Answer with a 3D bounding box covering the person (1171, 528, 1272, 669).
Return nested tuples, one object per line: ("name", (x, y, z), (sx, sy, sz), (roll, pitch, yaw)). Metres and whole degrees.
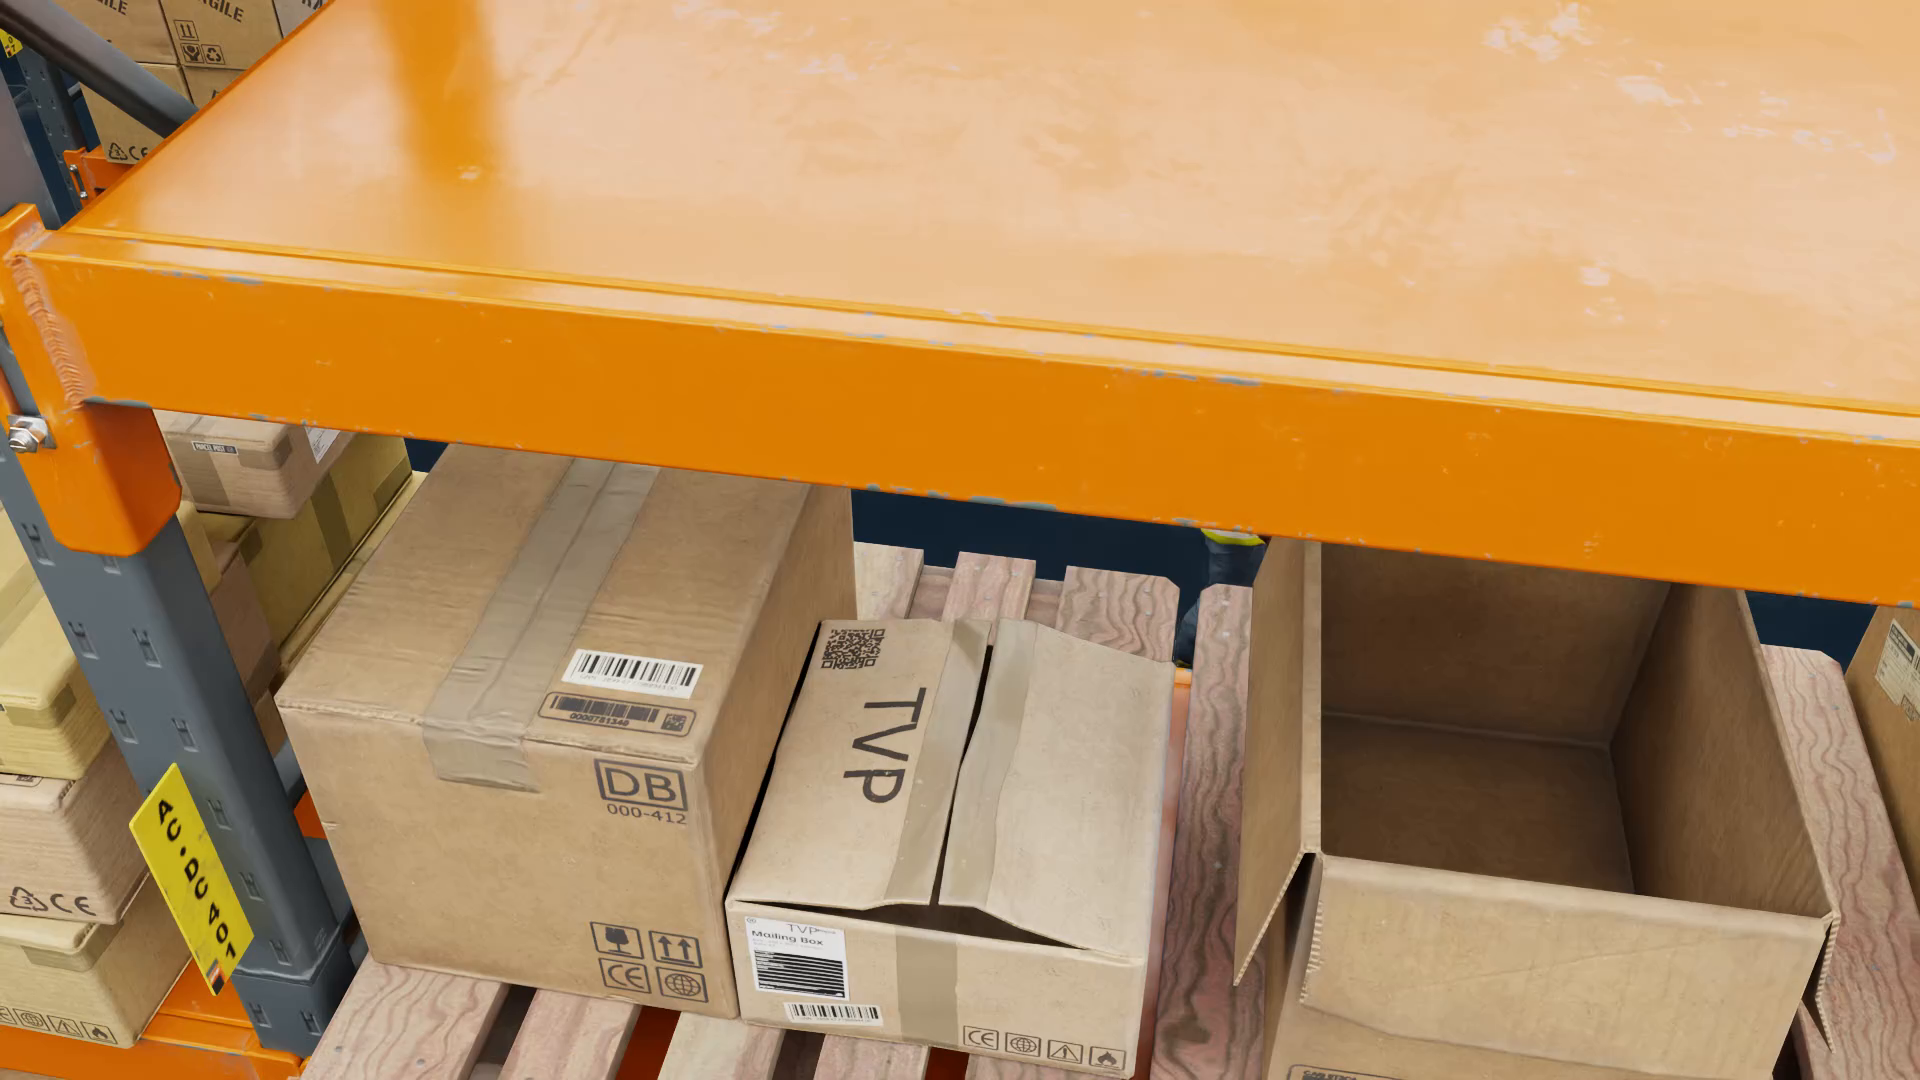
("person", (1.186, -0.093, 6.228), (0.758, 1.744, 0.630), (2, 40, 2))
